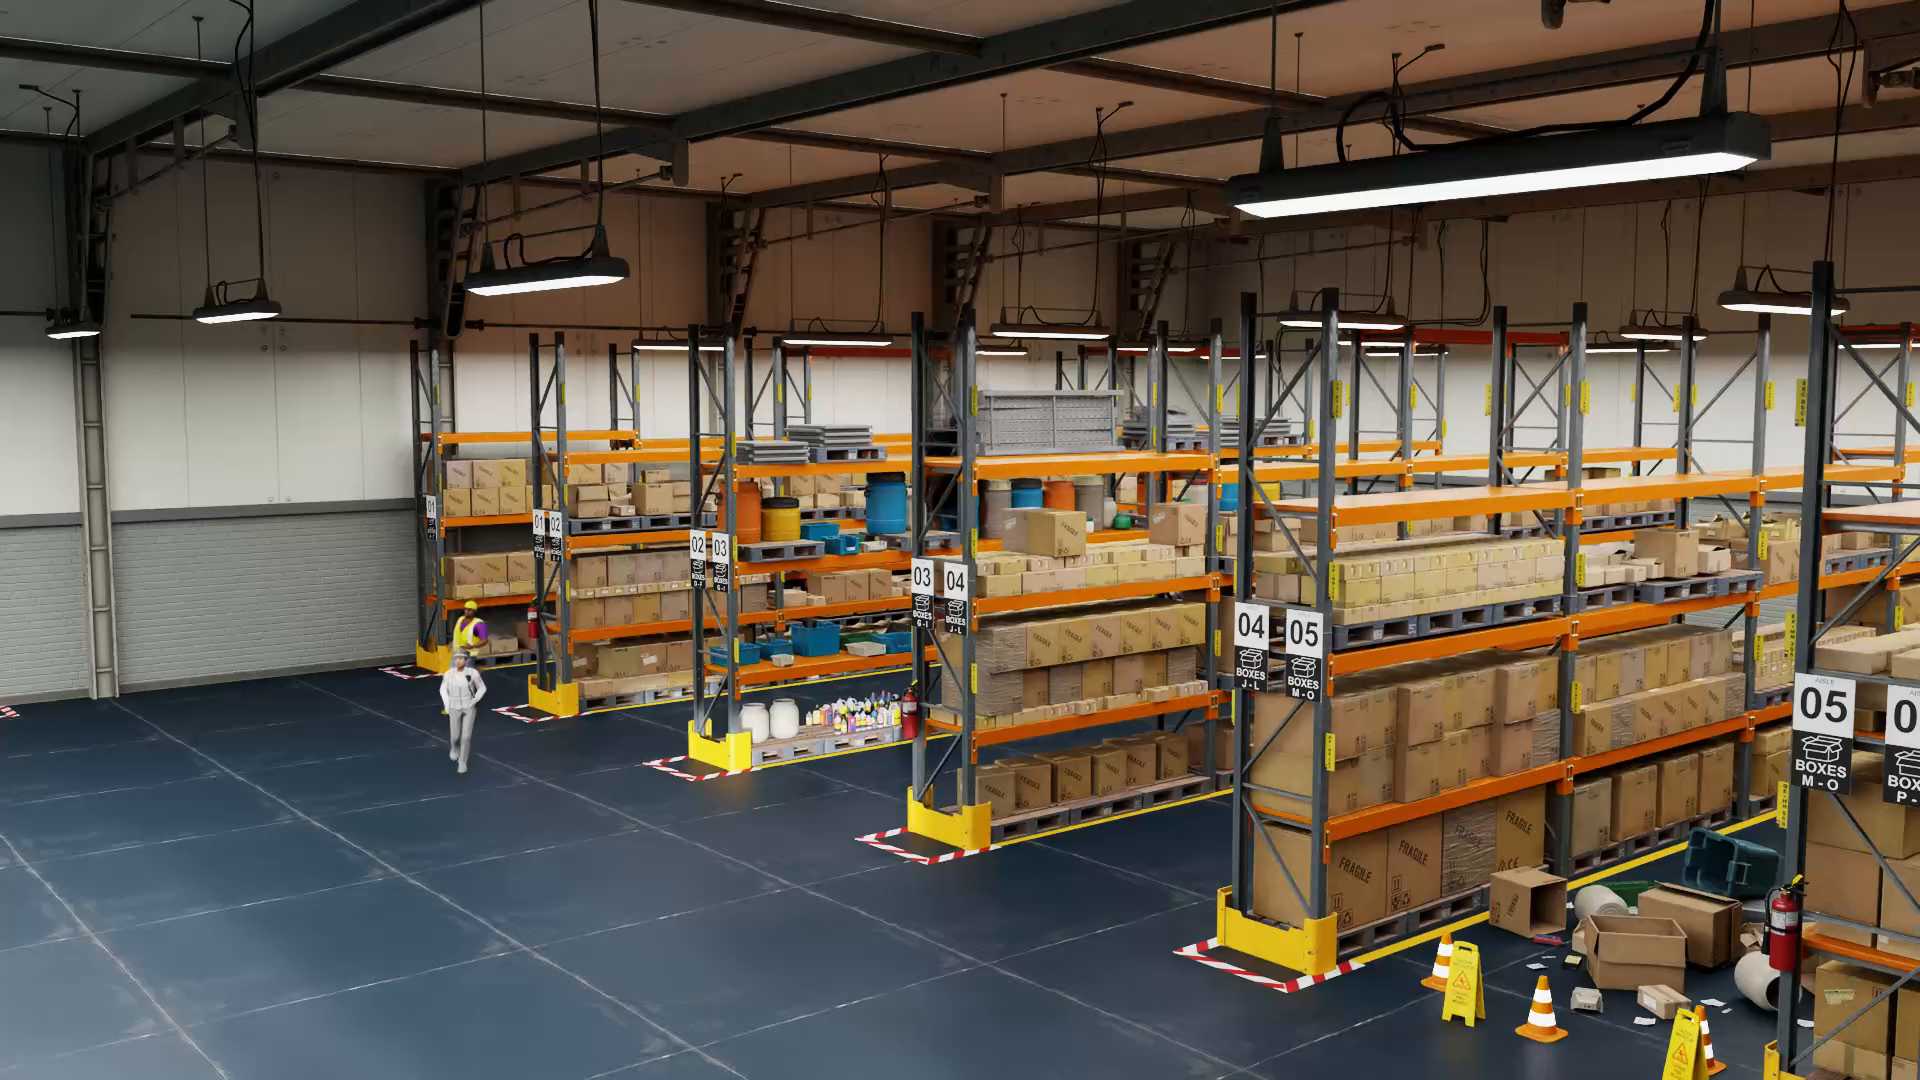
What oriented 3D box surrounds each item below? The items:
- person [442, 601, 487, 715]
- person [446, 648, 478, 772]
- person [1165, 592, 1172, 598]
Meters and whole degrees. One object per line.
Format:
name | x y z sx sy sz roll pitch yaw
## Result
person | -7.862 1.839 26.422 0.735 1.750 0.906 1 5 13
person | -6.701 2.274 22.414 0.452 1.671 0.587 -1 5 -11
person | 3.949 1.273 32.393 0.536 1.768 0.974 4 7 40
